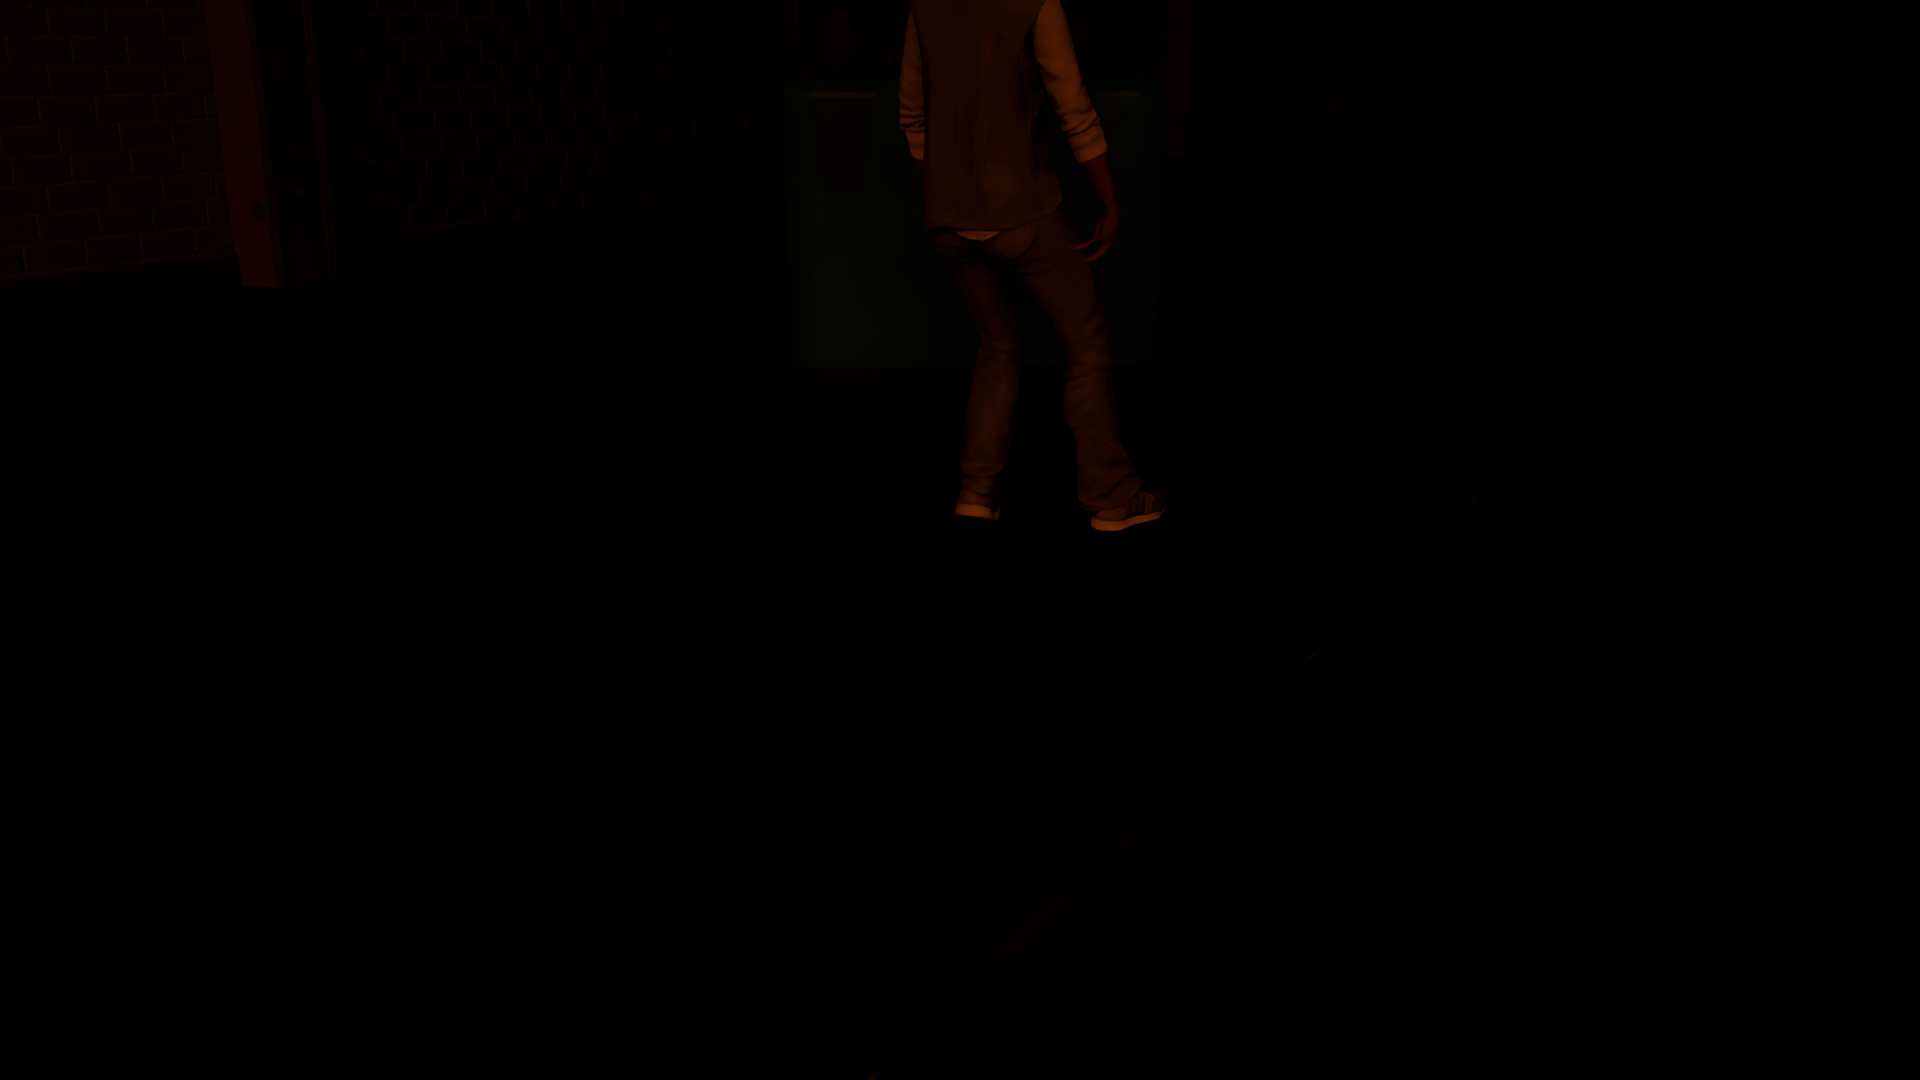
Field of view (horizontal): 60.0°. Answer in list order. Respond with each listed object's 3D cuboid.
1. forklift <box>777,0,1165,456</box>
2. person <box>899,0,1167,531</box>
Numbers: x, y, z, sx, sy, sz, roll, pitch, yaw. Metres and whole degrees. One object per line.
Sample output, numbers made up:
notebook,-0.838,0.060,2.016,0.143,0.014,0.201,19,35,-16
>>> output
forklift,-0.040,-2.002,5.649,1.130,2.935,3.031,-1,16,-3
person,0.165,-0.800,4.008,0.565,1.553,0.558,13,21,37
